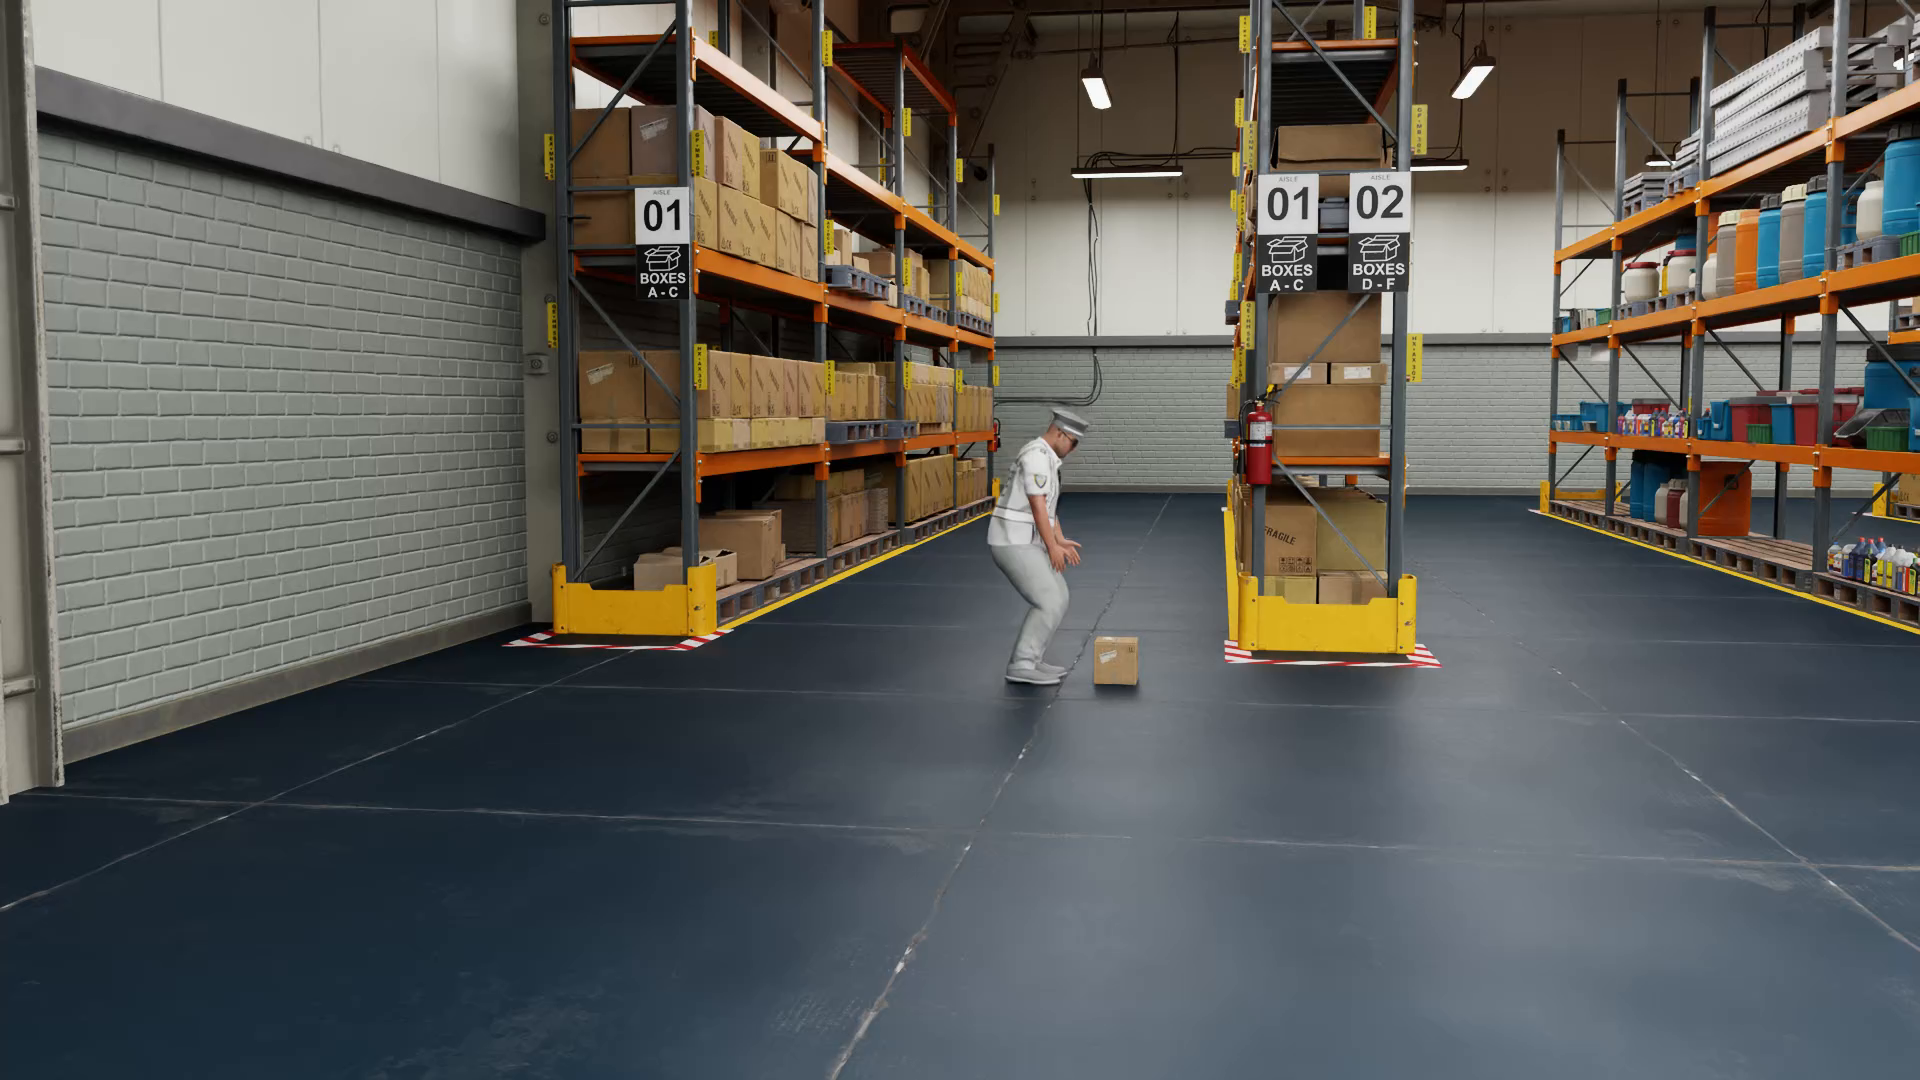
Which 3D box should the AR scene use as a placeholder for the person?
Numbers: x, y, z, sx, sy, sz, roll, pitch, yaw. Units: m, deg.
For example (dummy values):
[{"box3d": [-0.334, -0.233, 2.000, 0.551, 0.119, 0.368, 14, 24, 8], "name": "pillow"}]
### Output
[{"box3d": [0.476, 0.033, 10.021, 0.609, 1.633, 0.575, 1, 4, 10], "name": "person"}]
